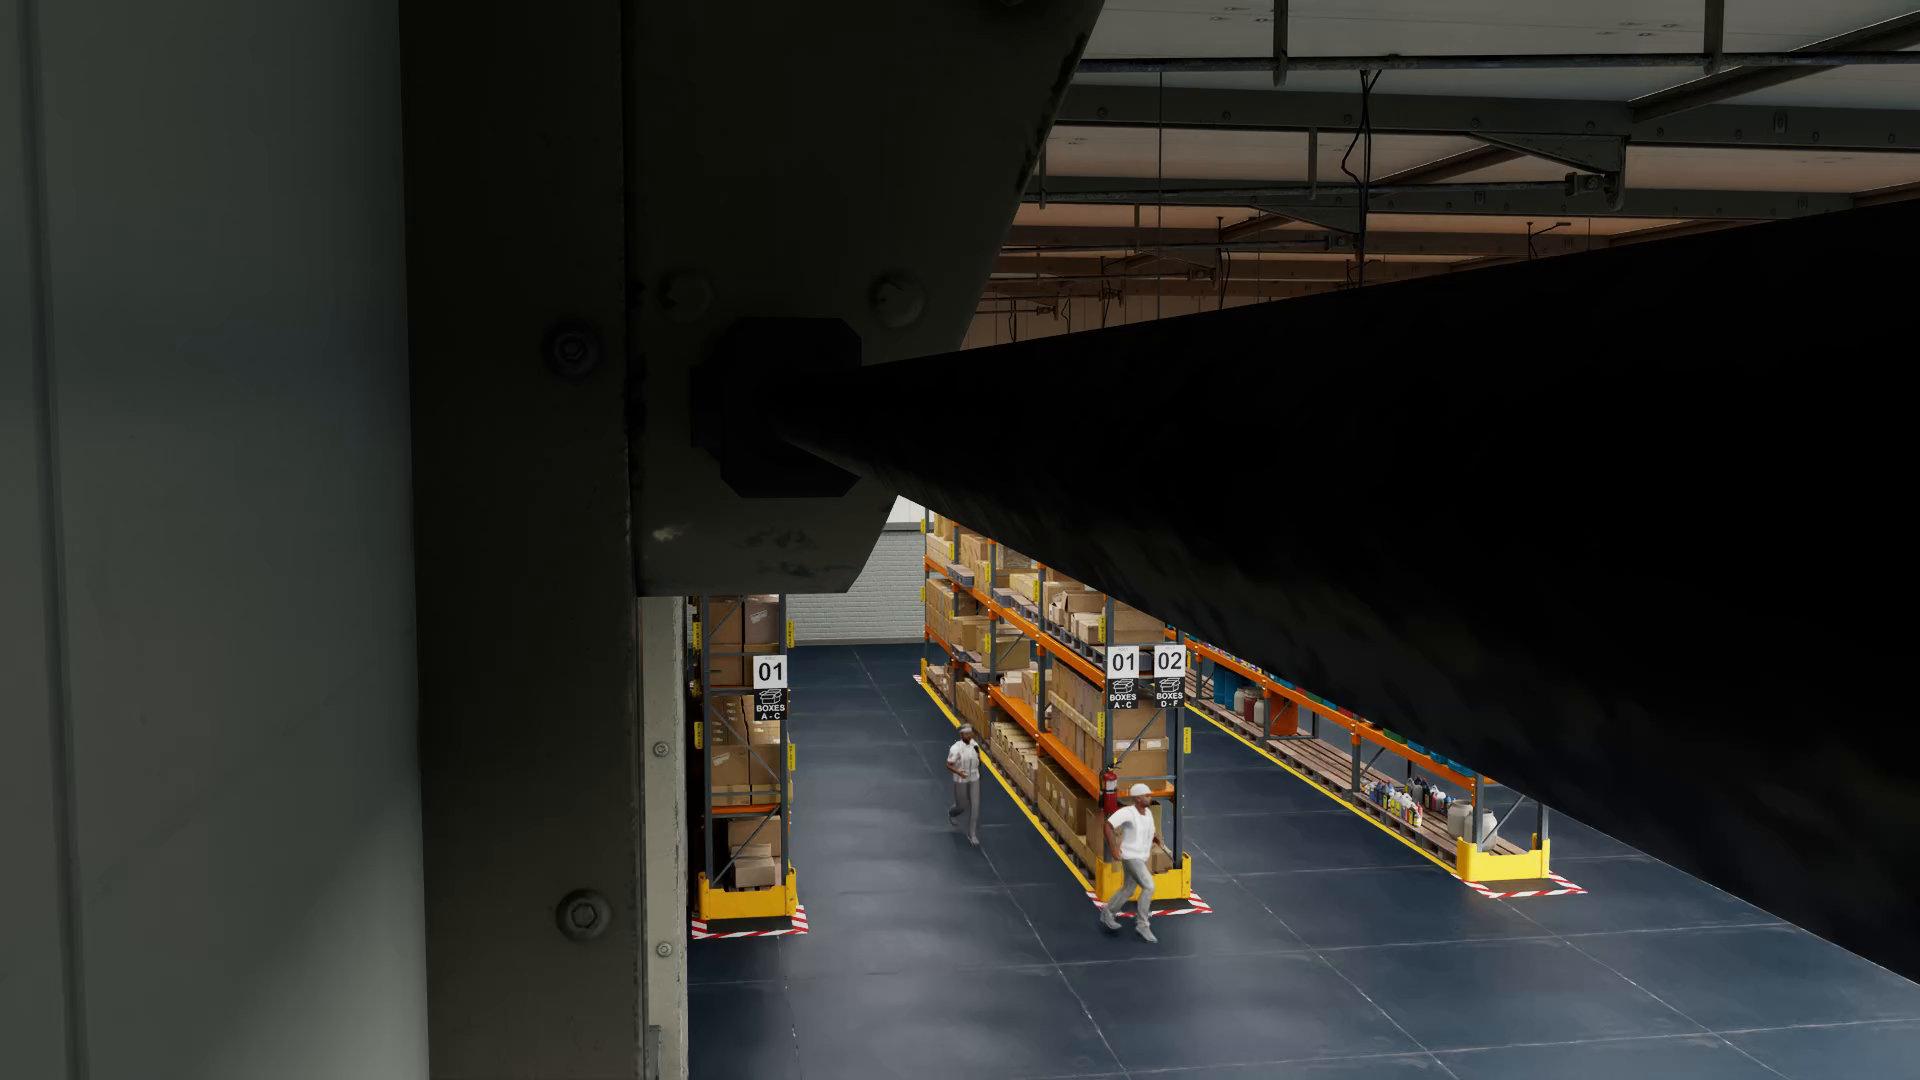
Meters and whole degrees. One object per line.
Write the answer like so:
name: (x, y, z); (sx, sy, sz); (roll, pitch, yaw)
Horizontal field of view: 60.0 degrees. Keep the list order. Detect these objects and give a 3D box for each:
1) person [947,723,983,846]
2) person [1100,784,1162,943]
person: (0.078, 3.424, 23.632); (0.579, 1.700, 0.859); (-2, 5, -22)
person: (2.066, 3.742, 19.544); (0.804, 1.758, 0.729); (3, 6, 32)
